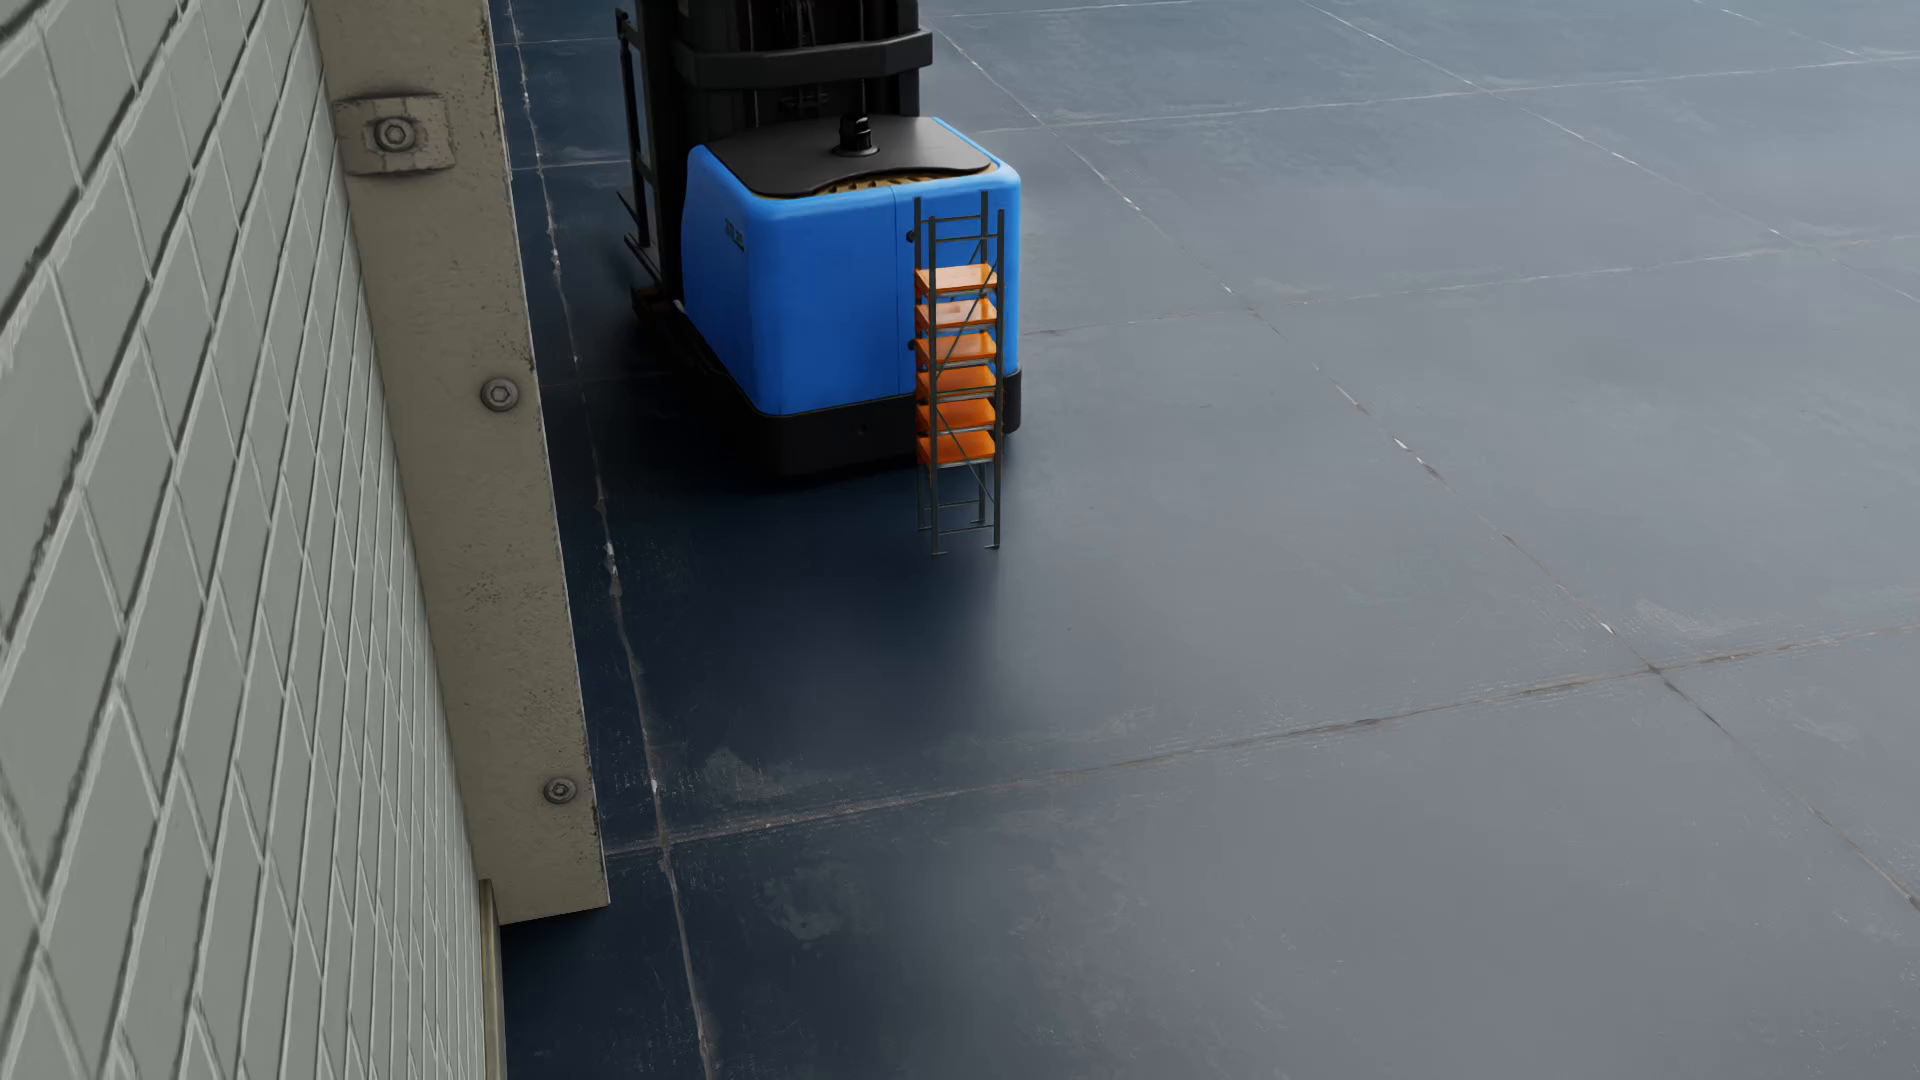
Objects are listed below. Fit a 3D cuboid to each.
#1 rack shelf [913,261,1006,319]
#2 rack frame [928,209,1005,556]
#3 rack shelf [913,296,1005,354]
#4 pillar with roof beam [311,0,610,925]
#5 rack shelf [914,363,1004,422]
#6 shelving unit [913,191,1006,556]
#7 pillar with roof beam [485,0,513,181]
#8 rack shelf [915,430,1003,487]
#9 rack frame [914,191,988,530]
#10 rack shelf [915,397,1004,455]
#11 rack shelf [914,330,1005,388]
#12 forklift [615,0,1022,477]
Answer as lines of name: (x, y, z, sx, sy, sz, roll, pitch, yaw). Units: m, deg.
rack shelf: (-0.004, -0.799, 5.303, 0.258, 0.103, 0.180, -8, 31, -13)
rack frame: (0.020, -0.482, 5.385, 0.240, 1.200, 0.006, -8, 31, -13)
rack shelf: (-0.004, -0.696, 5.364, 0.258, 0.103, 0.180, -8, 31, -13)
pillar with roof beam: (3.072, -3.628, 3.034, 9.100, 9.000, 0.400, -8, 31, -13)
rack shelf: (-0.004, -0.488, 5.484, 0.258, 0.103, 0.180, -8, 31, -13)
shelving unit: (-0.004, -0.526, 5.462, 0.258, 1.200, 0.189, -8, 31, -13)
pillar with roof beam: (1.480, -6.525, 8.041, 9.100, 9.000, 0.400, -8, 31, -13)
rack shelf: (-0.004, -0.280, 5.604, 0.258, 0.103, 0.180, -8, 31, -13)
rack frame: (-0.028, -0.570, 5.538, 0.240, 1.200, 0.006, -8, 31, -13)
rack shelf: (-0.004, -0.384, 5.544, 0.258, 0.103, 0.180, -8, 31, -13)
rack shelf: (-0.004, -0.592, 5.424, 0.258, 0.103, 0.180, -8, 31, -13)
forklift: (-0.815, -2.218, 6.655, 1.130, 2.935, 3.031, -12, 32, -20)
